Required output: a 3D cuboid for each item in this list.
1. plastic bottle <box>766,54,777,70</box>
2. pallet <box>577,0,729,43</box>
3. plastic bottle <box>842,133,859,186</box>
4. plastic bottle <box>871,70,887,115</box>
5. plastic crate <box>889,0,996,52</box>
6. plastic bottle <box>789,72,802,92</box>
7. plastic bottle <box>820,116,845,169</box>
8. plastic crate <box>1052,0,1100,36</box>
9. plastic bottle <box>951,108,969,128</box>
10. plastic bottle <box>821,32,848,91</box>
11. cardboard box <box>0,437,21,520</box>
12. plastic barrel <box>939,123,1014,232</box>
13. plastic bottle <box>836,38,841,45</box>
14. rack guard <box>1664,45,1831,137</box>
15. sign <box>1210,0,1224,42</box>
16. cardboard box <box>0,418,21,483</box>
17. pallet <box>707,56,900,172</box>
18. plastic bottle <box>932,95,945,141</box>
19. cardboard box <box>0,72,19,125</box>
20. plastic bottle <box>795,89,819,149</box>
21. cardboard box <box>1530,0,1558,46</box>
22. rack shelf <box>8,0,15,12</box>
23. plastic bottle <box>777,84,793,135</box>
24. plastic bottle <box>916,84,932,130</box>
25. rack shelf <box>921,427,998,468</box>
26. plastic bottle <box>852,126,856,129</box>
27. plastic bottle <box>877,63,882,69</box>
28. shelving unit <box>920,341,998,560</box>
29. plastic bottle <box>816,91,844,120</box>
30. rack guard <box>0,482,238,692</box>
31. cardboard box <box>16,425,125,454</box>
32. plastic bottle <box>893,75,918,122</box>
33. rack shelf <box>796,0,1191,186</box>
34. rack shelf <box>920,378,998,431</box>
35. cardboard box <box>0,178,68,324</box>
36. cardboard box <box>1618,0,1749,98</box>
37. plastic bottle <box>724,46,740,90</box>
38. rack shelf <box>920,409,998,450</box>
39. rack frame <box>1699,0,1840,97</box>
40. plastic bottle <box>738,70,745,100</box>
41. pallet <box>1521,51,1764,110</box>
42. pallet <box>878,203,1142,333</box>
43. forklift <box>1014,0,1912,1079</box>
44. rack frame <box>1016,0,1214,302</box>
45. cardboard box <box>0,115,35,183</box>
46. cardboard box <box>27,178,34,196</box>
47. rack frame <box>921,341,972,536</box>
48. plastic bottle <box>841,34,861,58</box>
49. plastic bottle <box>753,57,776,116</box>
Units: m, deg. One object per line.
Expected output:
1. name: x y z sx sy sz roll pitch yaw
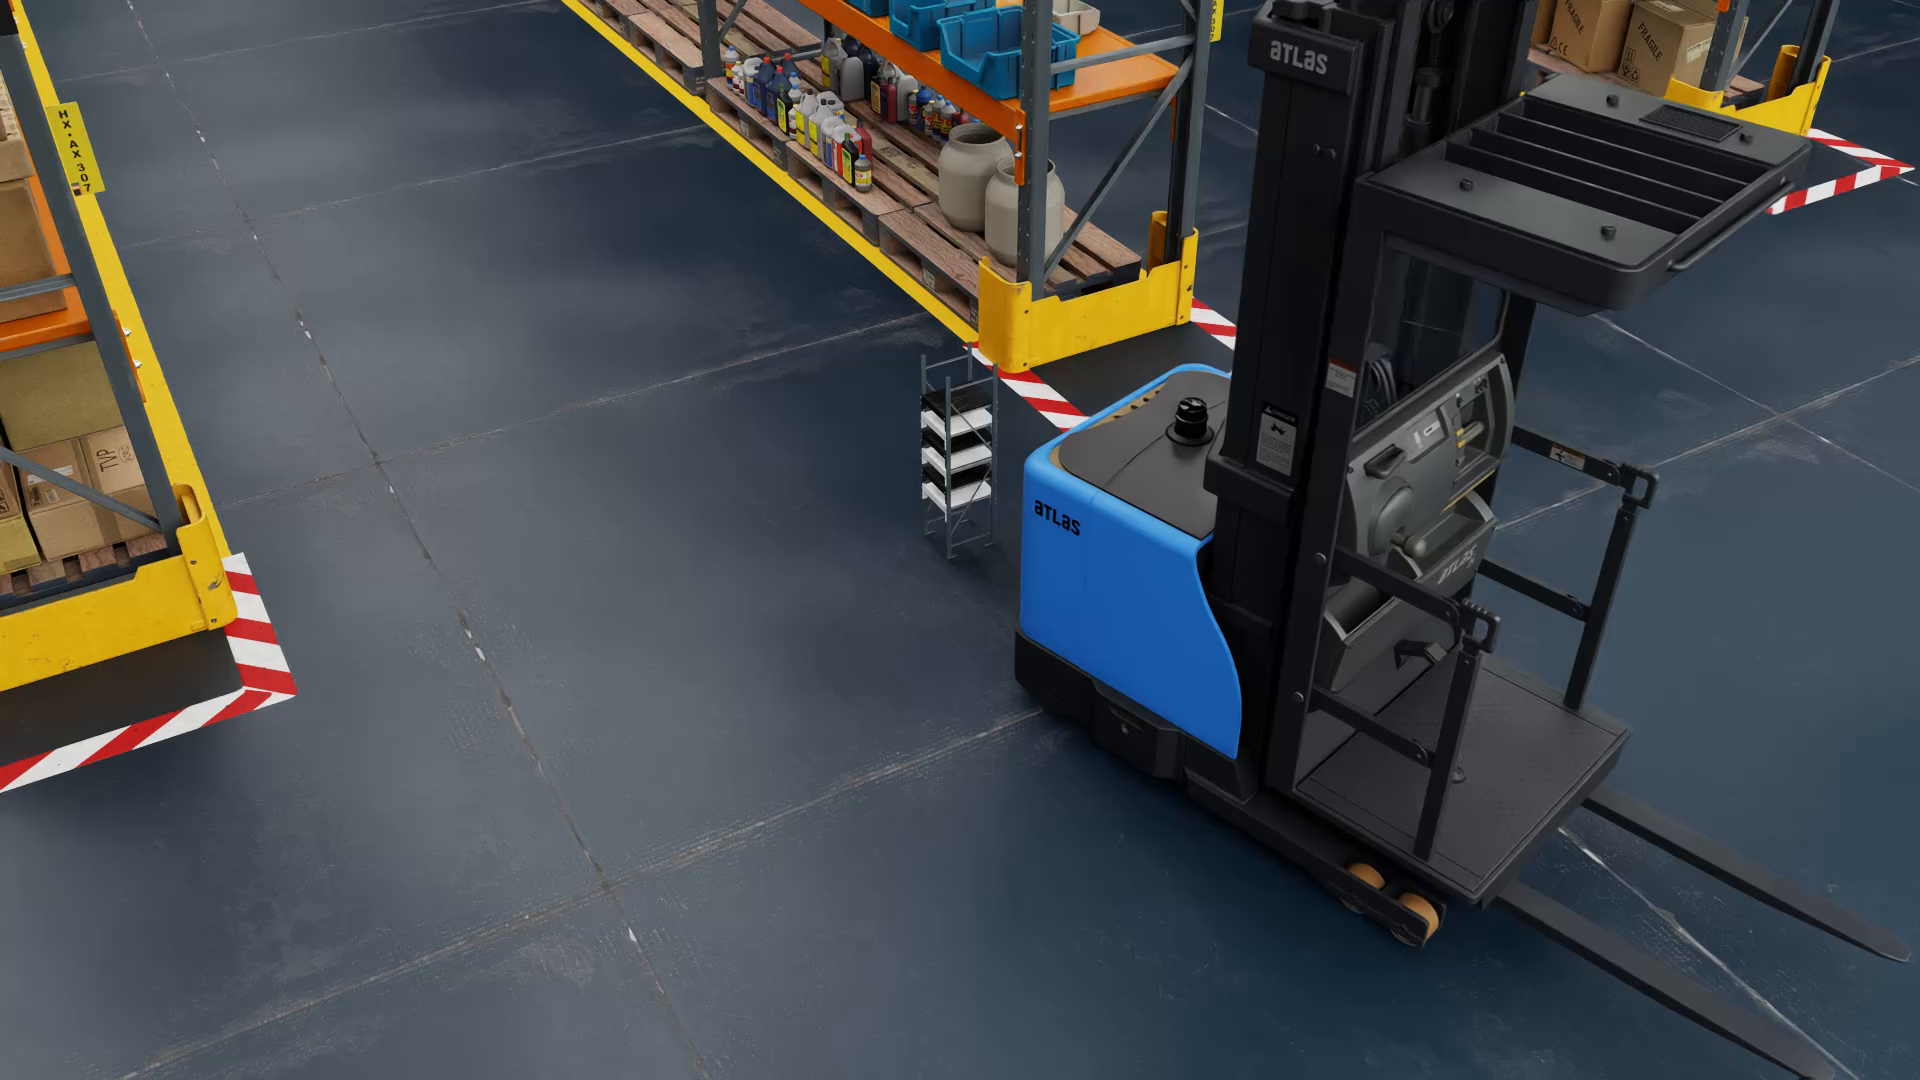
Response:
1. plastic bottle: -1.210 -2.977 10.713 0.061 0.283 0.133 -19 40 -24
2. pallet: -2.314 -4.200 12.821 1.003 0.211 1.213 -19 40 -24
3. plastic bottle: -0.635 -2.216 9.670 0.061 0.283 0.133 -18 40 -23
4. plastic bottle: -0.513 -2.845 10.533 0.061 0.283 0.133 -19 40 -24
5. plastic crate: -0.090 -2.713 8.548 0.499 0.251 0.408 -19 40 -24
6. plastic bottle: -1.045 -2.817 10.504 0.097 0.271 0.097 0 36 0
7. plastic bottle: -0.733 -2.366 9.882 0.152 0.276 0.135 -20 41 -25
8. plastic crate: 0.570 -2.719 8.653 0.298 0.136 0.250 -19 40 -24
9. plastic bottle: 0.002 -2.492 10.049 0.061 0.283 0.133 -18 40 -23
10. plastic bottle: -0.820 -3.136 10.873 0.144 0.351 0.185 -19 40 -24
11. cardboard box: -4.070 -0.355 6.533 0.500 0.500 0.500 -19 40 -24
12. plastic barrel: 0.093 -2.007 9.209 0.421 0.512 0.421 0 36 0
13. plastic bottle: -0.817 -3.269 11.182 0.097 0.201 0.097 0 36 0
14. rack guard: 4.985 -2.771 10.620 1.175 0.500 0.348 -19 40 -24
15. sign: 1.219 -2.547 7.959 0.100 0.325 0.005 -19 40 -24
16. cardboard box: -4.330 -0.305 7.099 0.500 0.250 0.500 -19 40 -24
17. pallet: -0.967 -2.833 10.950 1.003 0.211 1.213 -19 40 -24
18. plastic bottle: -0.123 -2.593 10.197 0.097 0.271 0.097 0 36 0
19. cardboard box: -3.814 -1.636 6.312 0.380 0.149 0.250 -19 40 -24
20. plastic bottle: -0.913 -2.574 10.104 0.144 0.351 0.185 -19 40 -24
21. cardboard box: 4.096 -3.845 11.734 0.500 0.500 0.500 -15 39 -20
22. rack shelf: -4.548 -2.749 6.537 1.077 0.370 4.000 -19 40 -24
23. plastic bottle: -1.080 -2.667 10.289 0.061 0.283 0.133 -17 39 -22
24. plastic bottle: -0.225 -2.696 10.338 0.097 0.271 0.097 0 36 0
25. rack shelf: -0.004 -0.413 6.957 0.258 0.077 0.200 -19 40 -24
26. plastic bottle: -0.635 -2.382 9.968 0.097 0.201 0.097 0 36 0
27. plastic bottle: -0.481 -2.983 10.721 0.061 0.283 0.133 -16 39 -21
28. shelving unit: -0.004 -0.368 6.990 0.258 0.900 0.210 -19 40 -24
29. plastic bottle: -0.798 -2.601 10.204 0.152 0.276 0.135 -19 40 -24
30. rack guard: -3.532 0.214 6.534 1.175 0.500 0.348 -19 40 -24
31. cardboard box: -3.875 -0.461 7.313 0.500 0.250 0.500 -19 40 -24
32. plastic bottle: -0.359 -2.802 10.479 0.152 0.276 0.135 -18 40 -23
33. rack shelf: -0.264 -3.003 9.429 1.077 0.370 4.000 -19 40 -24
34. rack shelf: -0.004 -0.559 6.851 0.258 0.077 0.200 -19 40 -24
35. cardboard box: -3.767 -1.090 6.115 0.700 0.500 0.500 -19 40 -24
36. cardboard box: 4.724 -3.225 10.886 0.500 0.500 0.500 -12 38 -16
37. plastic bottle: -1.487 -3.097 10.888 0.097 0.271 0.097 0 36 0
38. rack shelf: -0.004 -0.486 6.904 0.258 0.077 0.200 -19 40 -24
39. rack frame: 5.024 -3.742 9.830 1.000 3.000 0.127 -19 40 -24
40. plastic bottle: -1.385 -2.965 10.766 0.097 0.201 0.097 0 36 0
41. pallet: 4.608 -3.079 11.287 1.003 0.211 1.213 -19 40 -24
42. pallet: 0.259 -1.589 9.246 1.003 0.211 1.213 -19 40 -24
43. forklift: 1.619 -0.211 5.053 3.031 2.935 1.130 30 45 34
44. rack frame: 0.741 -2.274 7.820 1.000 3.000 0.127 -19 40 -24
45. cardboard box: -3.555 -1.374 5.954 0.380 0.149 0.250 -19 40 -24
46. cardboard box: -4.280 -1.612 6.829 0.700 0.500 0.500 -19 40 -24
47. rack frame: -0.055 -0.419 7.061 0.240 0.900 0.006 -19 40 -24
48. plastic bottle: -0.696 -3.179 10.932 0.144 0.351 0.185 -20 41 -25
49. plastic bottle: -1.222 -2.887 10.533 0.144 0.351 0.185 -18 40 -23
